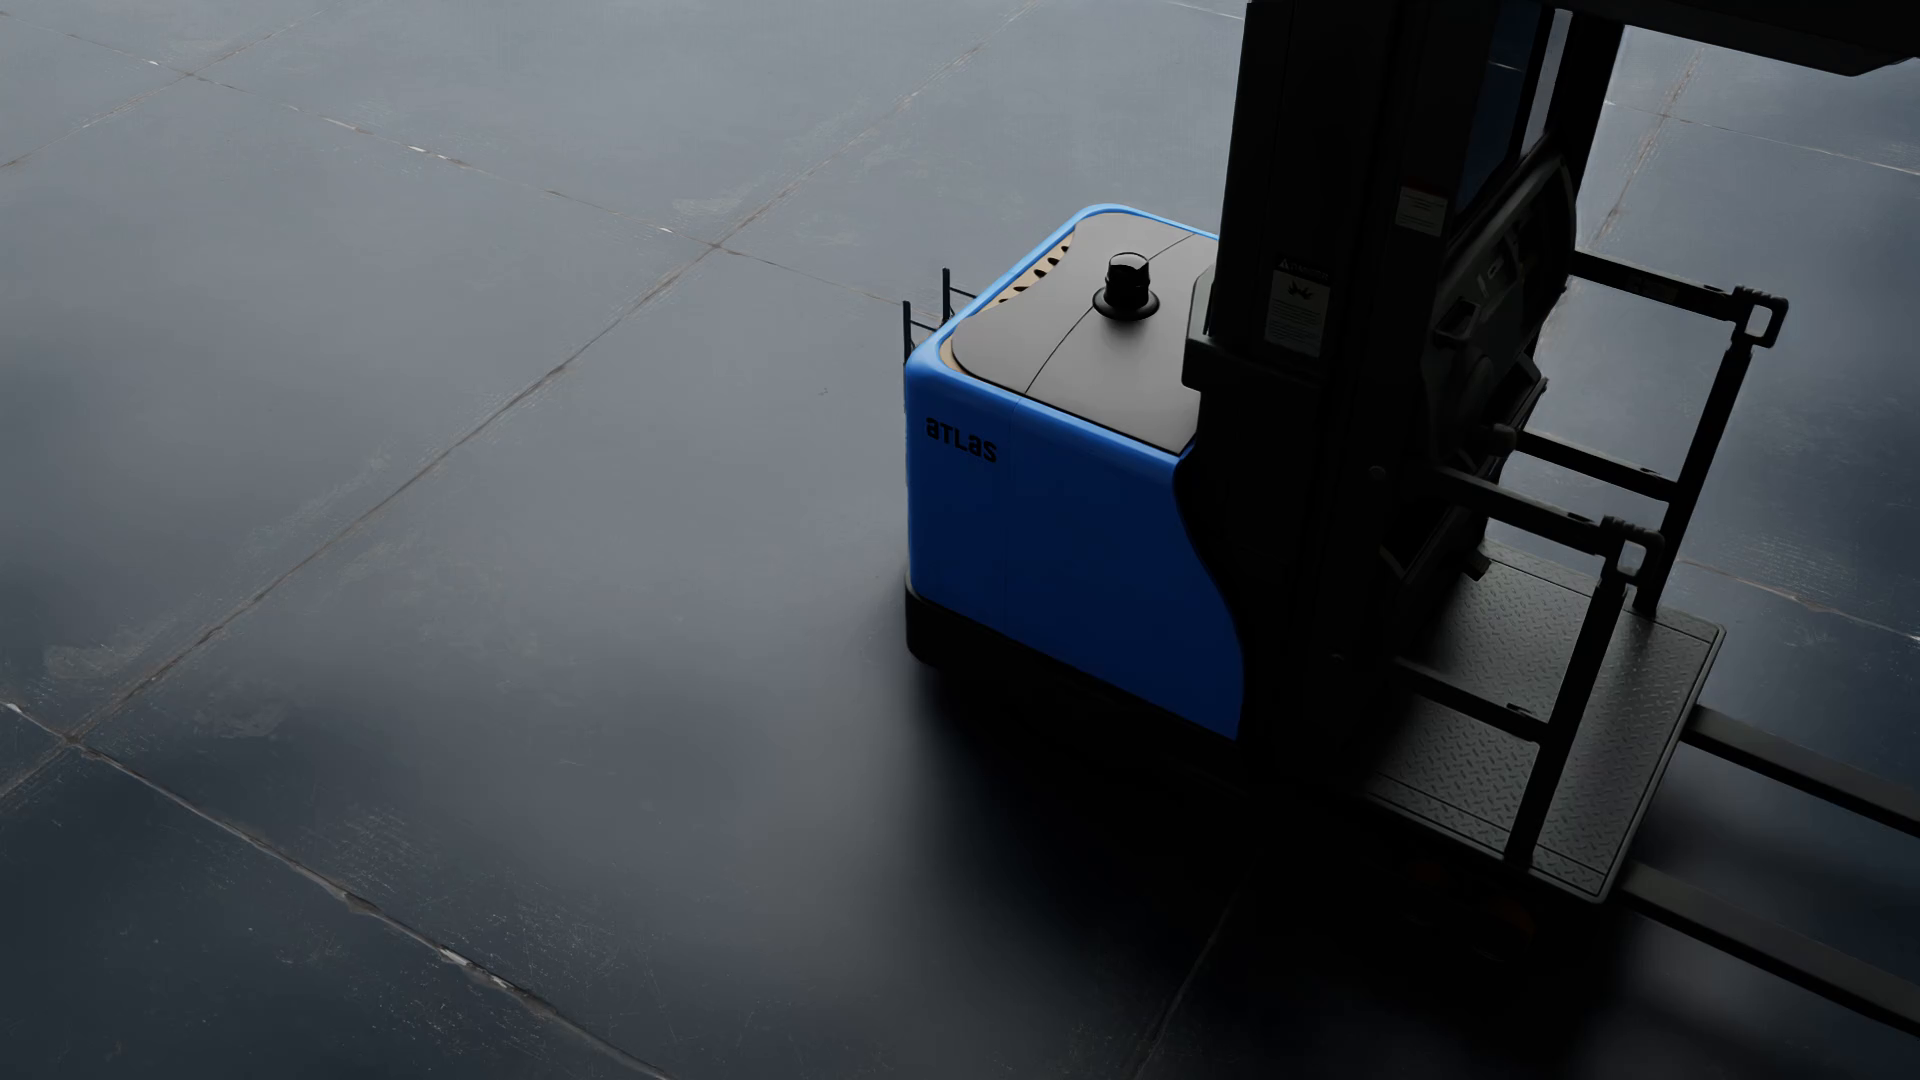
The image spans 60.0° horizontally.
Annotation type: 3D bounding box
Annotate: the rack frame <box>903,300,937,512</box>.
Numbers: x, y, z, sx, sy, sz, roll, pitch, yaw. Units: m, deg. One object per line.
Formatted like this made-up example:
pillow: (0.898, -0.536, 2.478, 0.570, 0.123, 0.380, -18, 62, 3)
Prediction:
rack frame: (-0.057, -0.290, 4.898, 0.240, 0.900, 0.006, 23, 46, 24)

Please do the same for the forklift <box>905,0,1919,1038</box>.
forklift: (1.356, -0.472, 3.569, 3.031, 2.935, 1.130, 24, 47, 24)

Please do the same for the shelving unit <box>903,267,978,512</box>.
shelving unit: (-0.002, -0.346, 4.962, 0.258, 0.900, 0.210, 23, 46, 24)

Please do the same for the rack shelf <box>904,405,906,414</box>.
rack shelf: (-0.002, -0.389, 4.925, 0.258, 0.077, 0.200, 23, 46, 24)

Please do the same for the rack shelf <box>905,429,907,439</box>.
rack shelf: (-0.002, -0.321, 4.984, 0.258, 0.077, 0.200, 23, 46, 24)

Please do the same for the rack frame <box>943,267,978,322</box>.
rack frame: (0.053, -0.403, 5.027, 0.240, 0.900, 0.006, 23, 46, 24)

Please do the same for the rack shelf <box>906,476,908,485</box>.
rack shelf: (-0.002, -0.186, 5.103, 0.258, 0.077, 0.200, 23, 46, 24)

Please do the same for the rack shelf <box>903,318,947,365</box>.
rack shelf: (-0.002, -0.524, 4.806, 0.258, 0.077, 0.200, 23, 46, 24)
